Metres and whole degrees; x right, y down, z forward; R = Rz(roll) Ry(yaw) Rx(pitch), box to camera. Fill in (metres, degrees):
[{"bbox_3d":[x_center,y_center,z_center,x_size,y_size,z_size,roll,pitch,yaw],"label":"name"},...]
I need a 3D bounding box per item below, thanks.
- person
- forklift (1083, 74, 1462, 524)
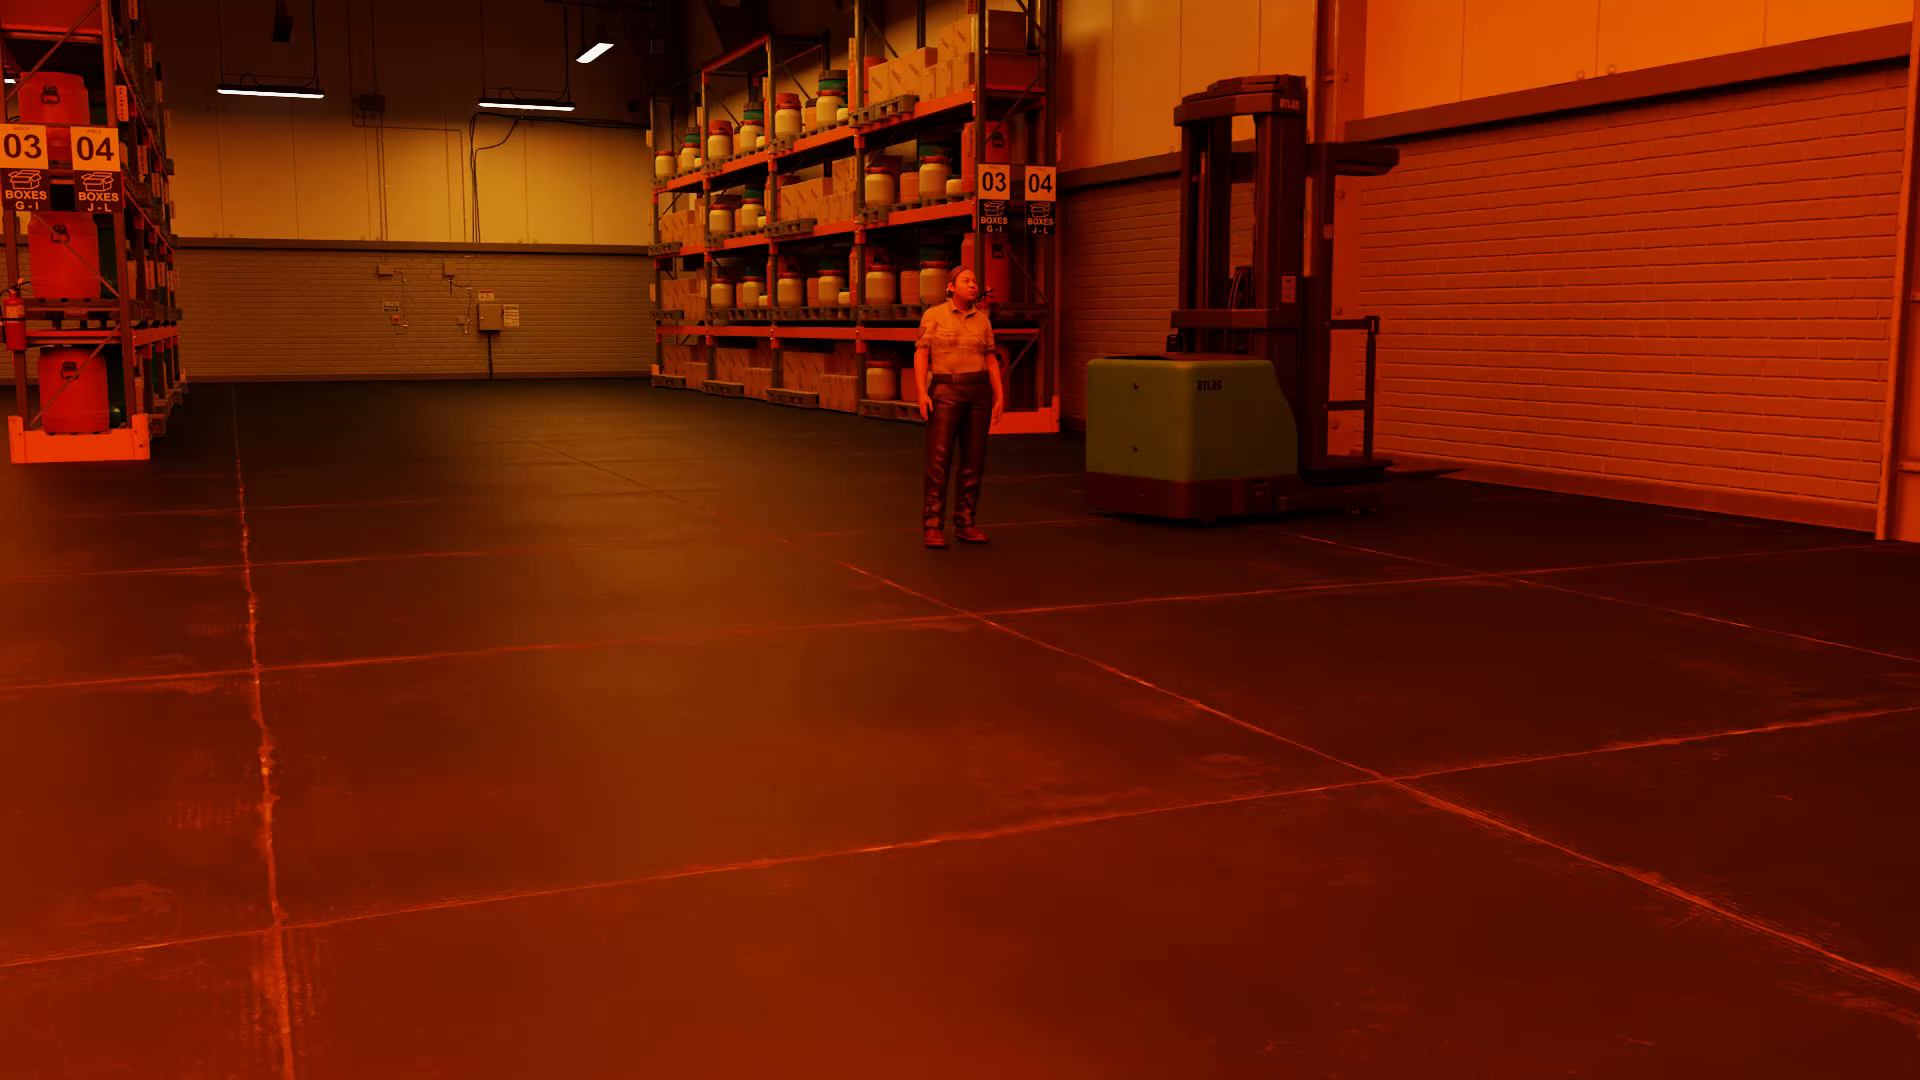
[{"bbox_3d":[0.015,-0.812,9.954,0.598,1.651,0.502,-3,8,-23],"label":"person"},{"bbox_3d":[2.338,-1.681,11.691,3.031,2.935,1.130,-5,9,-35],"label":"forklift"}]
